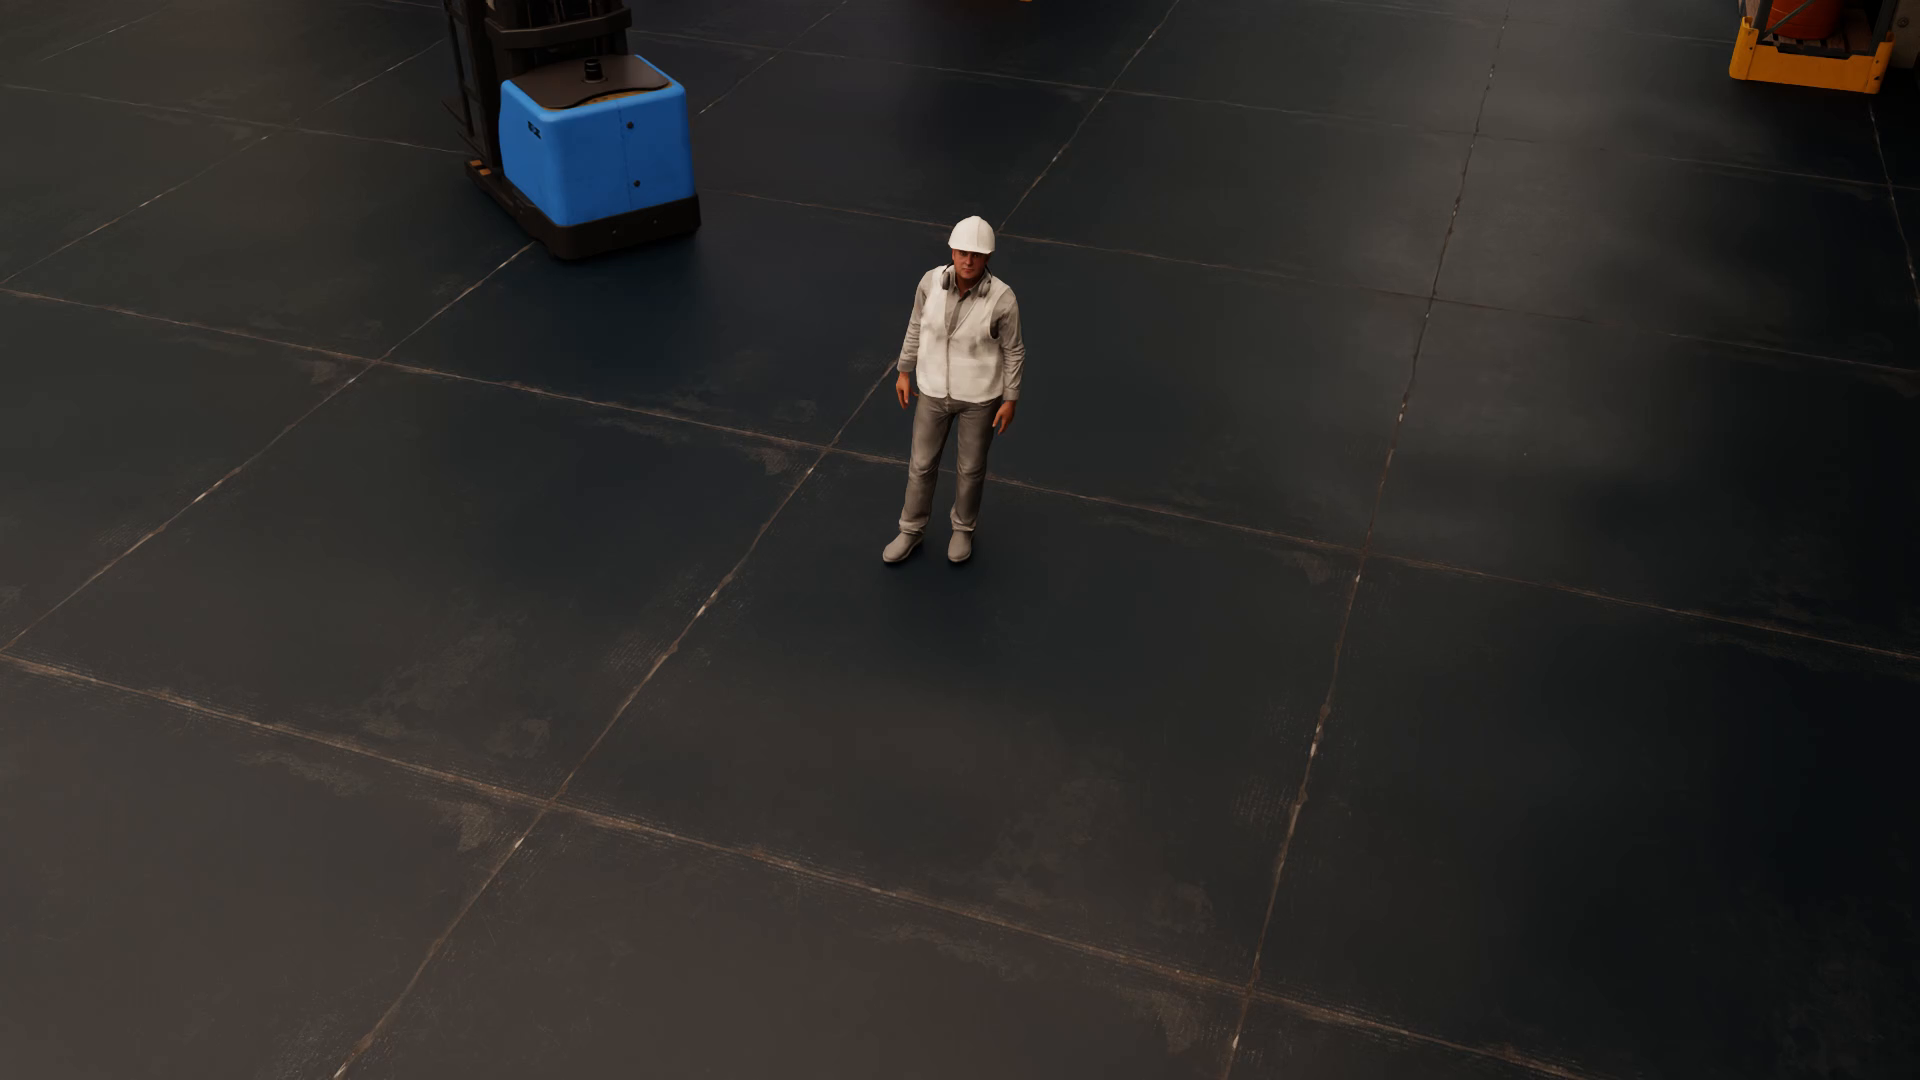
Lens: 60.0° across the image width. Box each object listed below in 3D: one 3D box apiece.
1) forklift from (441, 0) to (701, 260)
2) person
[{"bbox_3d":[-3.029,-3.897,11.608,1.130,2.935,3.031,-20,40,-26],"label":"forklift"},{"bbox_3d":[-0.032,-0.696,8.085,0.624,1.768,0.568,12,37,16],"label":"person"}]
